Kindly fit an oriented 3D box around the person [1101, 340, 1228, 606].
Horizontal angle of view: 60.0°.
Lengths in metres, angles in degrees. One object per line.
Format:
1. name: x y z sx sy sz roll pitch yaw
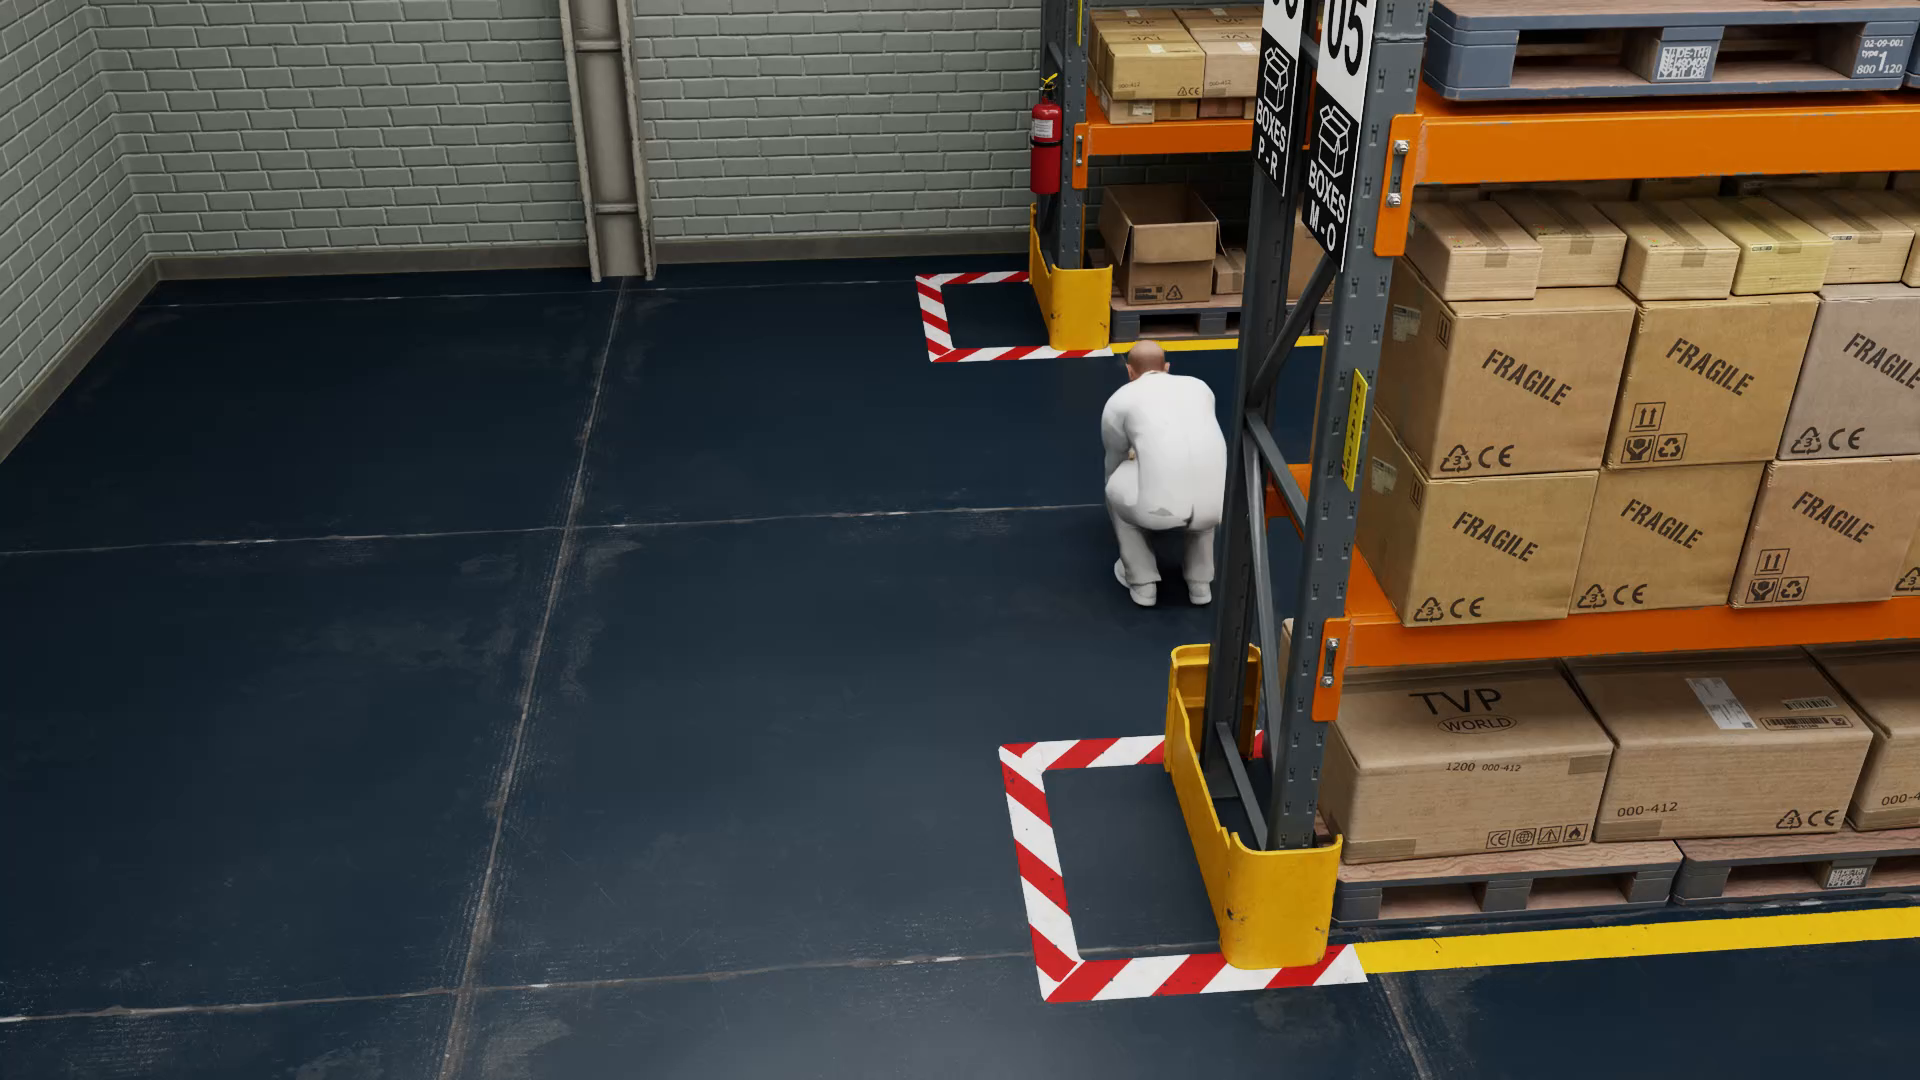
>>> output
1. person: 0.916 -0.299 7.414 0.580 1.003 0.941 -3 31 -6
